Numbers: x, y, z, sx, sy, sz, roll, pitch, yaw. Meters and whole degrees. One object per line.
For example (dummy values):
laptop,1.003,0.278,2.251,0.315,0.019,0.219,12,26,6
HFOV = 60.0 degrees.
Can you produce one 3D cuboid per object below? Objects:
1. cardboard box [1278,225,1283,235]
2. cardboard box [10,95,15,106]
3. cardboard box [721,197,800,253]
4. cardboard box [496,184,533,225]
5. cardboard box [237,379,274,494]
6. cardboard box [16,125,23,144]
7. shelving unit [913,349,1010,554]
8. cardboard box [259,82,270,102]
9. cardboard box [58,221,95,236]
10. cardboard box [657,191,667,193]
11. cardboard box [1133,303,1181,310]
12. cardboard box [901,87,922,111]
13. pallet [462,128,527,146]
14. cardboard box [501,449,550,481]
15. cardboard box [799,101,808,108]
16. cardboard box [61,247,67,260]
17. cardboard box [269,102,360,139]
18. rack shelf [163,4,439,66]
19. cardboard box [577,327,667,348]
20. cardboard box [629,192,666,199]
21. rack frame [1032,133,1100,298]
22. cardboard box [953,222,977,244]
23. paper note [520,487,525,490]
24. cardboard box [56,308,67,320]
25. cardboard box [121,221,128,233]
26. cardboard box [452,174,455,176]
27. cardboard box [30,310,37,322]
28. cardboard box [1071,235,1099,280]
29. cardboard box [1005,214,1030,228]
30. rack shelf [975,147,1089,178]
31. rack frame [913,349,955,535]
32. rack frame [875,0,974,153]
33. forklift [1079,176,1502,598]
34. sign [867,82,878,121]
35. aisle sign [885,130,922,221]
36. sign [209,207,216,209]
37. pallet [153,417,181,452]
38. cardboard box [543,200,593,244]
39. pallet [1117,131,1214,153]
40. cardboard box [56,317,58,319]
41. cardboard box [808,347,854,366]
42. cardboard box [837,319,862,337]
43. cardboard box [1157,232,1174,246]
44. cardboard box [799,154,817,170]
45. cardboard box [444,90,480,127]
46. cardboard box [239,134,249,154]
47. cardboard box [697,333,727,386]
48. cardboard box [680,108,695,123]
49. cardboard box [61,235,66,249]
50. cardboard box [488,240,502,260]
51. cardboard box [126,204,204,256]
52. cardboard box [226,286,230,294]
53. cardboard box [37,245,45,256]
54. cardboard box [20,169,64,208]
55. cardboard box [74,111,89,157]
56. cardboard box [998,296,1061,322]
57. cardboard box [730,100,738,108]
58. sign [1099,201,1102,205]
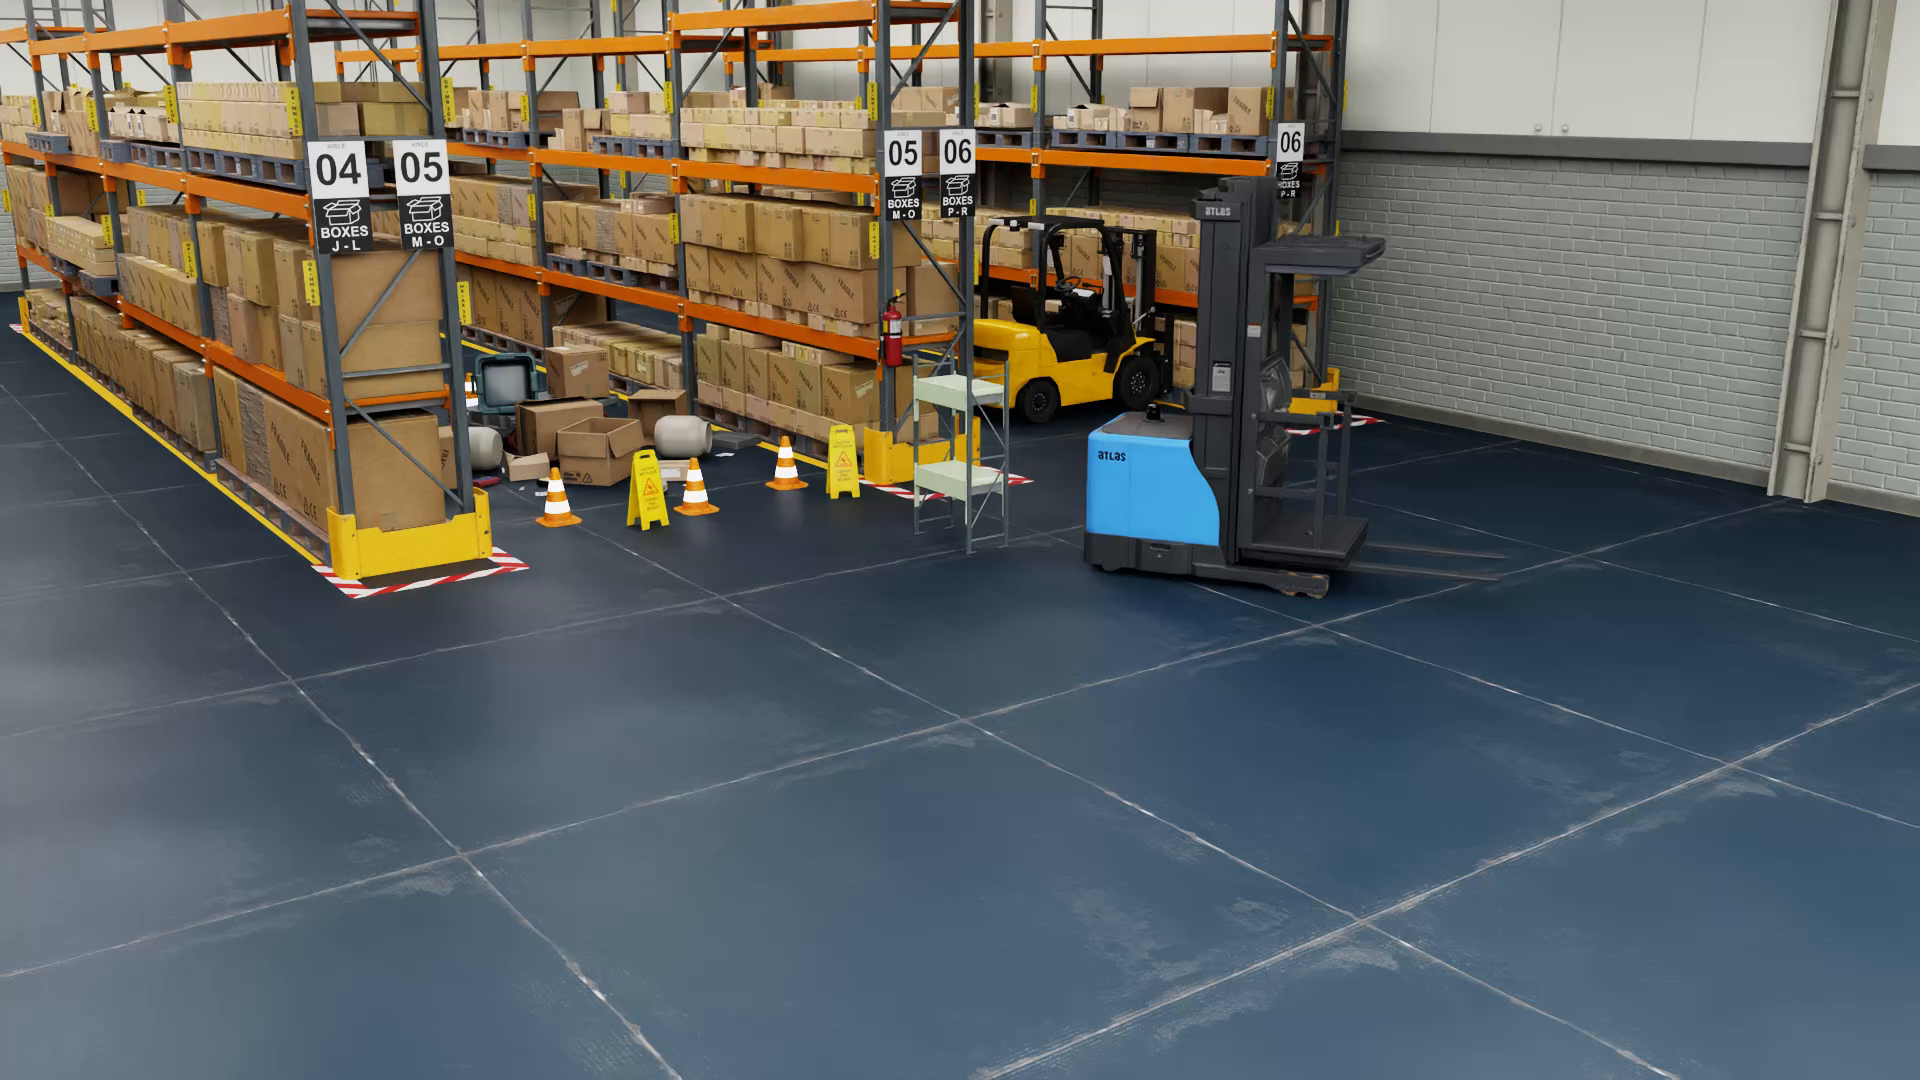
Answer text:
cardboard box,3.323,-3.381,18.265,0.380,0.149,0.250,-11,19,-34
cardboard box,-12.961,-6.103,23.092,0.380,0.149,0.250,-10,18,-33
cardboard box,-2.021,-3.238,17.077,0.700,0.500,0.500,-11,19,-36
cardboard box,-5.836,-4.478,22.172,0.500,0.500,0.500,-10,18,-34
cardboard box,-5.758,-0.966,14.653,0.875,0.875,0.875,-11,19,-34
cardboard box,-12.689,-5.594,22.934,0.500,0.250,0.500,-11,19,-35
shelving unit,0.004,-0.722,13.373,0.431,1.500,0.755,-11,19,-35
cardboard box,-5.022,-3.360,12.468,0.380,0.149,0.250,-10,18,-34
cardboard box,-10.836,-3.825,20.421,0.380,0.149,0.250,-11,19,-35
cardboard box,-5.218,-6.263,30.498,0.500,0.250,0.500,-10,18,-33
cardboard box,2.395,-2.754,20.476,0.500,0.250,0.500,-11,19,-34
cardboard box,-0.393,-6.002,22.966,0.700,0.500,0.500,-11,19,-36
pallet,-6.093,-5.493,22.638,1.003,0.211,1.213,-10,18,-32
cardboard box,-4.104,-0.726,15.724,0.396,0.266,0.258,-7,17,-25
cardboard box,-2.204,-6.555,25.129,0.380,0.149,0.250,-11,19,-34
cardboard box,-10.841,-3.539,20.506,0.380,0.149,0.250,-12,19,-37
cardboard box,-4.767,-3.101,12.278,0.500,0.250,0.500,-11,19,-34
rack shelf,-5.429,-4.052,13.455,1.077,0.370,4.000,-11,19,-35
cardboard box,-4.248,-2.426,20.940,0.950,0.372,0.625,-11,19,-36
cardboard box,-3.822,-4.171,20.356,0.380,0.149,0.250,-12,19,-37
rack frame,1.353,-3.687,21.364,1.000,3.000,0.127,-11,19,-35
cardboard box,0.253,-4.139,22.355,0.500,0.250,0.500,-10,18,-33
paper note,-4.025,-0.474,15.289,0.032,0.001,0.123,-2,15,-6
cardboard box,-12.063,-3.084,22.640,0.380,0.149,0.250,-11,19,-35
cardboard box,-10.149,-3.868,20.581,0.380,0.149,0.250,-12,19,-37
cardboard box,-7.865,-5.212,24.854,0.500,0.500,0.500,-11,19,-35
cardboard box,-13.611,-3.354,24.752,0.380,0.149,0.250,-10,18,-33
cardboard box,1.722,-3.491,20.459,0.500,0.500,0.500,-10,18,-34
cardboard box,0.806,-4.138,21.596,0.380,0.149,0.250,-11,19,-35
rack shelf,0.177,-5.213,22.623,1.077,0.370,4.000,-11,19,-35
rack frame,-0.211,-0.800,13.658,0.400,1.500,0.023,-11,19,-35
rack frame,-0.308,-4.955,14.633,1.000,3.000,0.127,-11,19,-35
forklift,2.483,-1.153,12.237,3.031,2.935,1.130,6,16,21
sign,-0.769,-3.853,14.613,0.100,0.325,0.005,-11,19,-35
aisle sign,-0.506,-3.257,14.869,0.394,0.787,0.004,-11,19,-35
sign,-8.510,-3.625,18.945,0.100,0.325,0.005,-11,19,-35
pallet,-7.841,-1.194,17.540,1.003,0.211,1.213,-11,19,-35
cardboard box,-4.935,-4.032,21.076,0.500,0.500,0.500,-12,19,-36
pallet,2.588,-4.652,19.377,1.003,0.211,1.213,-11,19,-35
cardboard box,-12.326,-3.053,23.090,0.380,0.149,0.250,-10,18,-33
cardboard box,-1.260,-1.811,16.273,0.380,0.149,0.250,-10,18,-33
cardboard box,-0.940,-2.024,15.763,0.380,0.149,0.250,-11,19,-35
cardboard box,2.500,-3.494,19.243,0.380,0.149,0.250,-11,19,-34
cardboard box,-1.326,-3.640,15.987,0.380,0.149,0.250,-11,19,-35
cardboard box,-7.080,-6.088,23.471,0.500,0.500,0.500,-11,19,-36
cardboard box,-5.469,-3.137,13.166,0.380,0.149,0.250,-11,19,-34
cardboard box,-2.532,-1.985,18.141,0.500,0.500,0.500,-10,18,-32
cardboard box,-2.739,-4.508,17.647,0.380,0.149,0.250,-11,19,-36
cardboard box,-10.829,-3.680,20.458,0.380,0.149,0.250,-10,18,-32
cardboard box,-6.116,-3.982,22.725,0.500,0.250,0.500,-11,19,-35
cardboard box,-8.701,-3.413,18.279,0.700,0.500,0.500,-11,19,-35
cardboard box,-6.036,-2.007,14.943,0.875,0.550,0.550,-11,19,-35
cardboard box,-12.643,-4.060,23.203,0.380,0.149,0.250,-10,18,-33
cardboard box,-12.719,-4.895,23.133,0.500,0.500,0.500,-12,19,-36
cardboard box,-9.802,-4.662,19.055,0.500,0.500,0.500,-11,19,-35
cardboard box,1.037,-2.853,22.022,0.875,0.625,0.625,-10,18,-32
cardboard box,-3.530,-6.983,26.653,0.380,0.149,0.250,-10,18,-33
sign,1.801,-4.229,21.555,0.100,0.325,0.005,-11,19,-35
